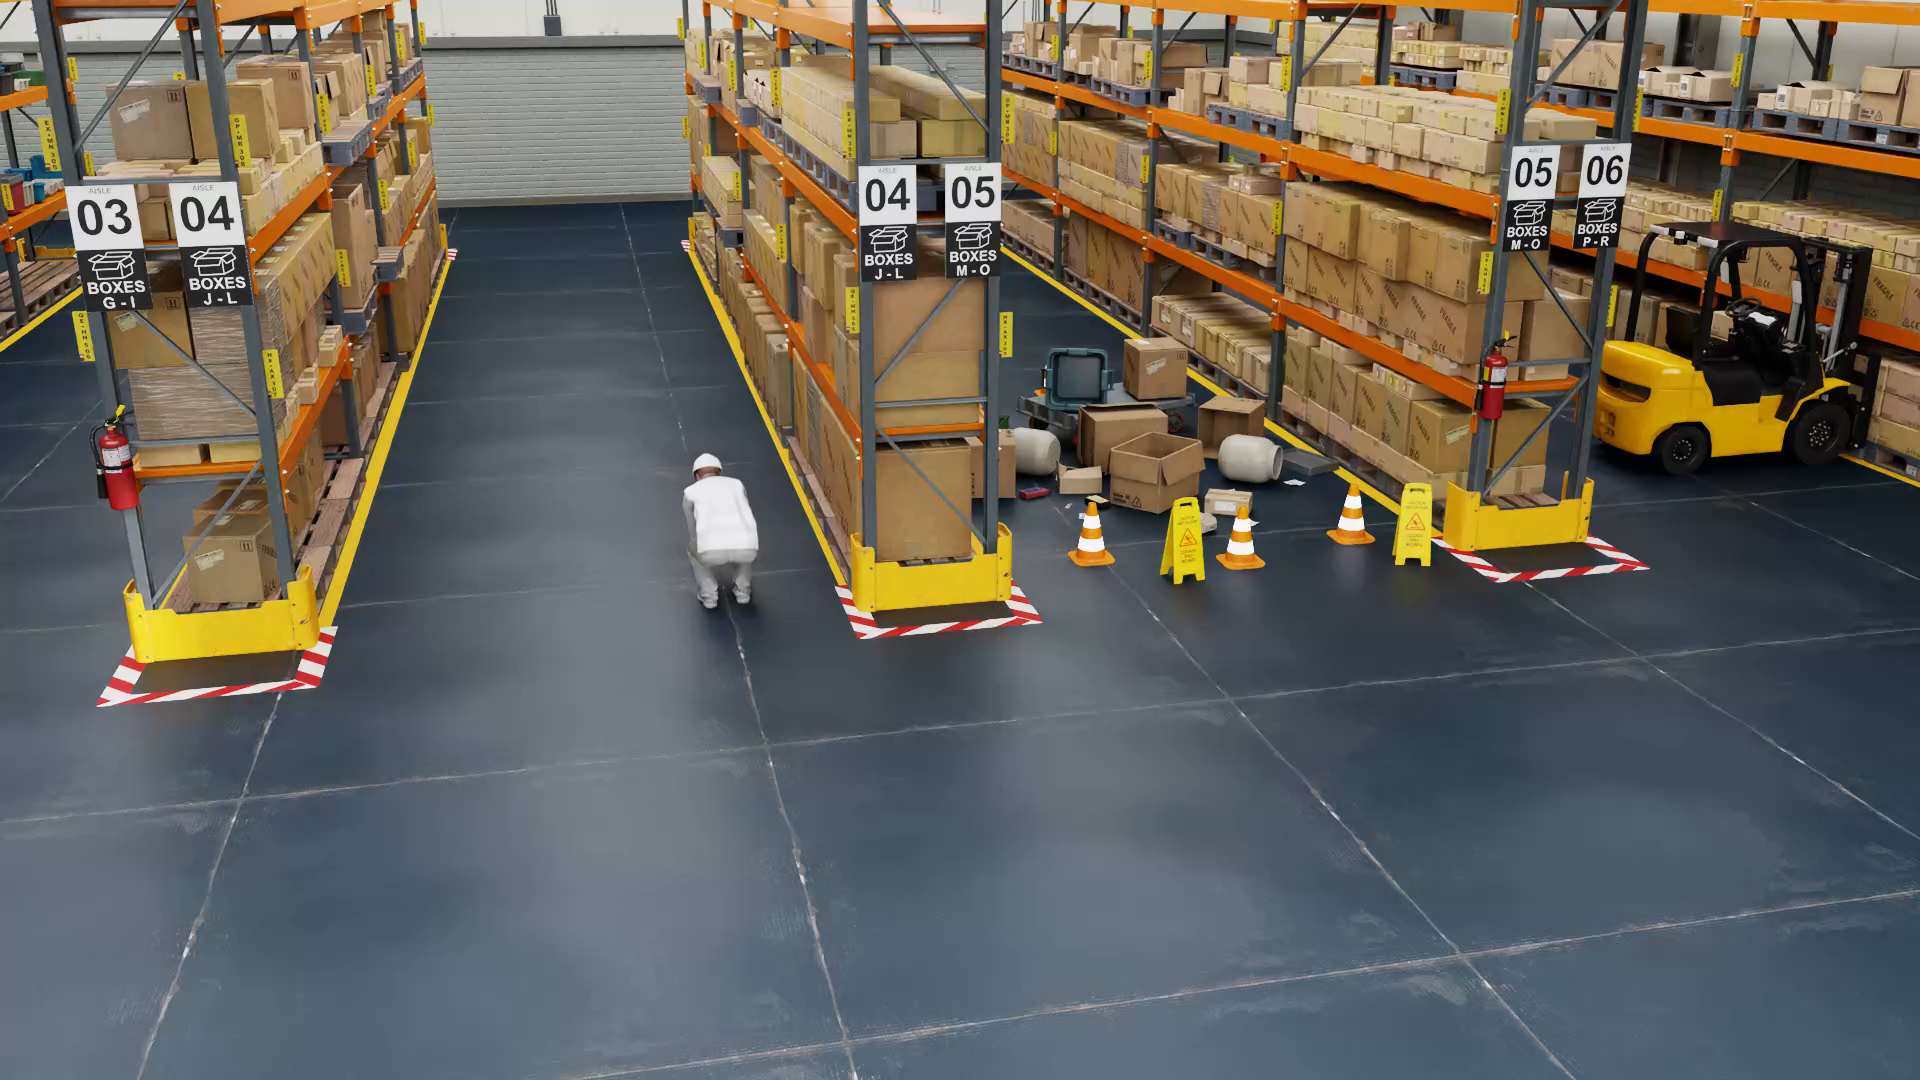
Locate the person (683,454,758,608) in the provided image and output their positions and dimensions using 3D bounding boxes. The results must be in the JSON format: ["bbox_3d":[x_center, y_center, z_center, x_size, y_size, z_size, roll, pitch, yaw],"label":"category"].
[{"bbox_3d":[-1.785,-0.061,12.359,0.507,1.015,0.878,-5,20,-14],"label":"person"}]
